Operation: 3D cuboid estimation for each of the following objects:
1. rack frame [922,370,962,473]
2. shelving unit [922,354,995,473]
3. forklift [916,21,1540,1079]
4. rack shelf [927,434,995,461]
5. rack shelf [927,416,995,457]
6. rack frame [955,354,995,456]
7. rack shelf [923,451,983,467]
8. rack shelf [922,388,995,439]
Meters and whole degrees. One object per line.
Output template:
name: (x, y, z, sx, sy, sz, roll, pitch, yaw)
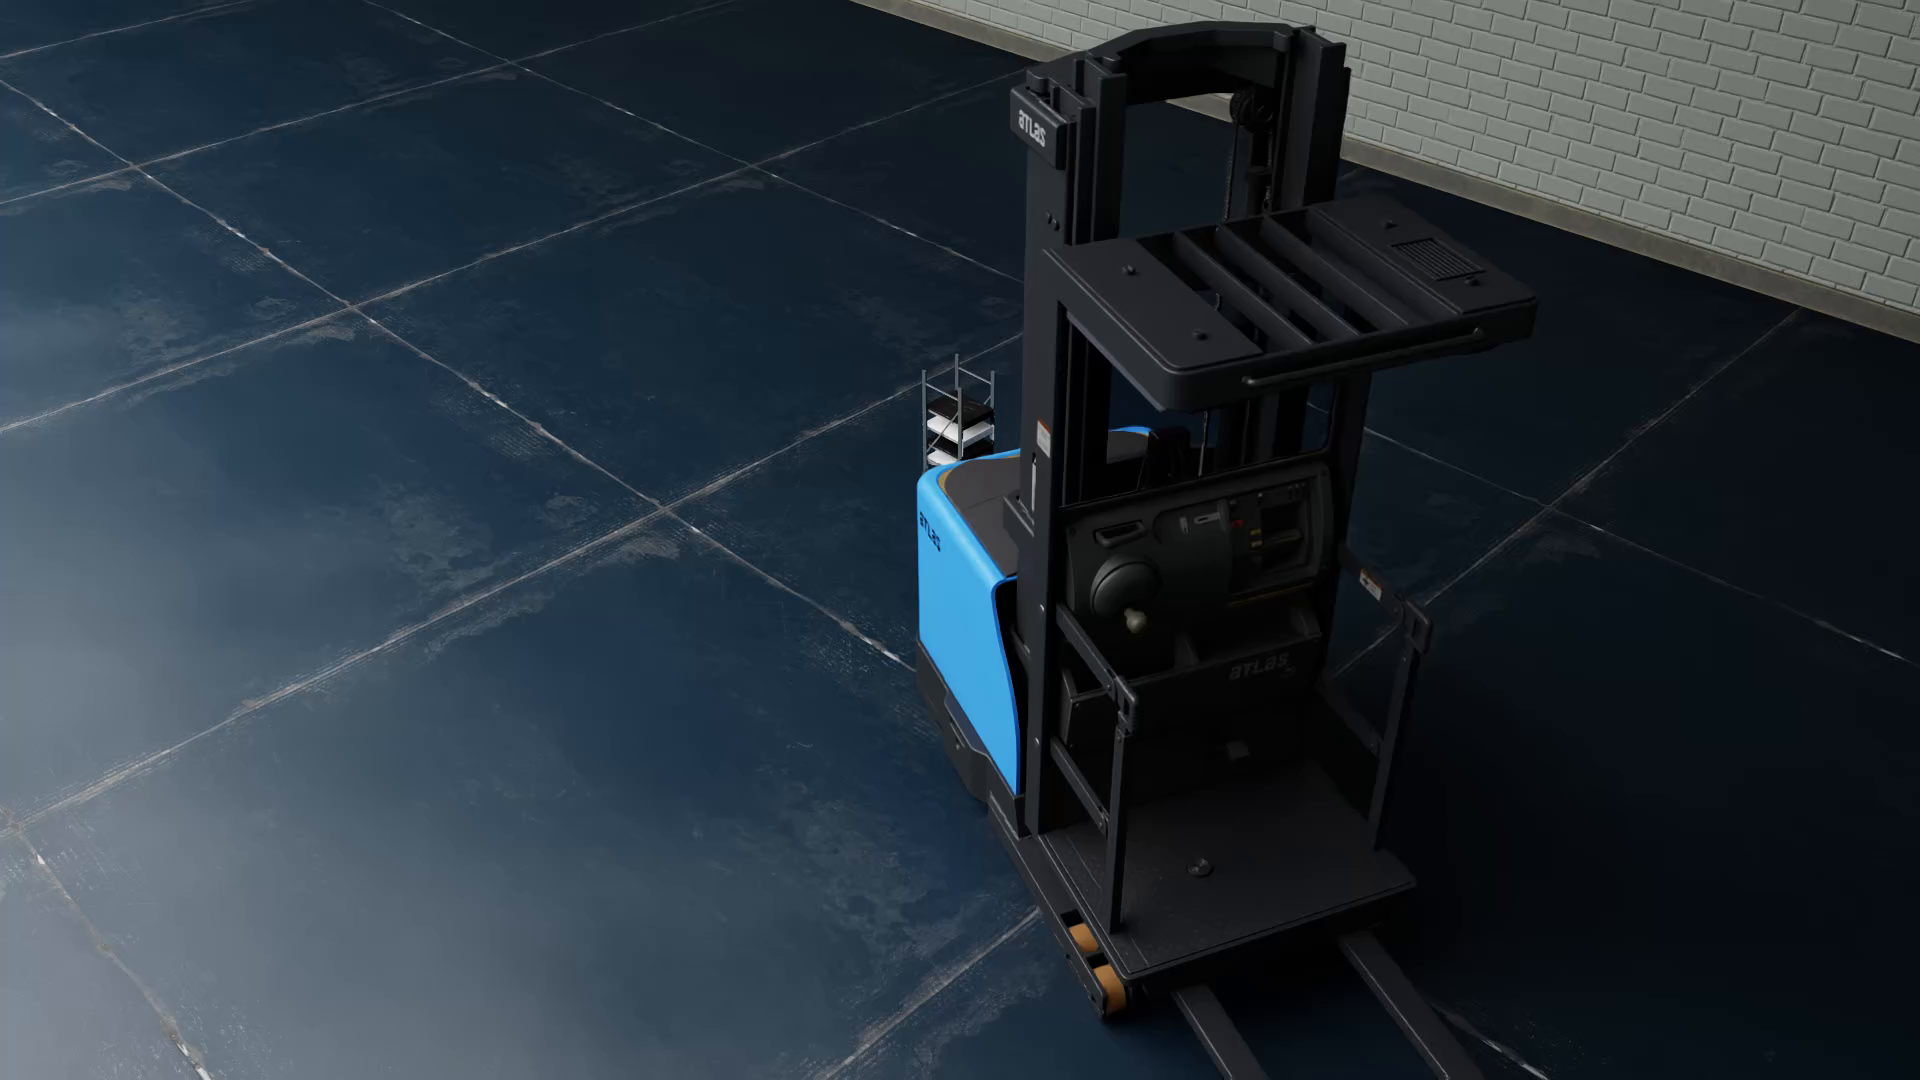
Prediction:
rack frame: (-0.077, -0.325, 7.429, 0.240, 0.900, 0.006, 30, 45, 35)
shelving unit: (-0.006, -0.366, 7.488, 0.258, 0.900, 0.210, 30, 45, 35)
forklift: (0.841, 0.092, 5.056, 1.130, 2.935, 3.031, -13, 37, -18)
rack shelf: (-0.006, -0.412, 7.455, 0.258, 0.077, 0.200, 30, 45, 35)
rack shelf: (-0.006, -0.486, 7.404, 0.258, 0.077, 0.200, 30, 45, 35)
rack frame: (0.066, -0.407, 7.547, 0.240, 0.900, 0.006, 30, 45, 35)
rack shelf: (-0.006, -0.338, 7.507, 0.258, 0.077, 0.200, 30, 45, 35)
rack shelf: (-0.006, -0.560, 7.352, 0.258, 0.077, 0.200, 30, 45, 35)
